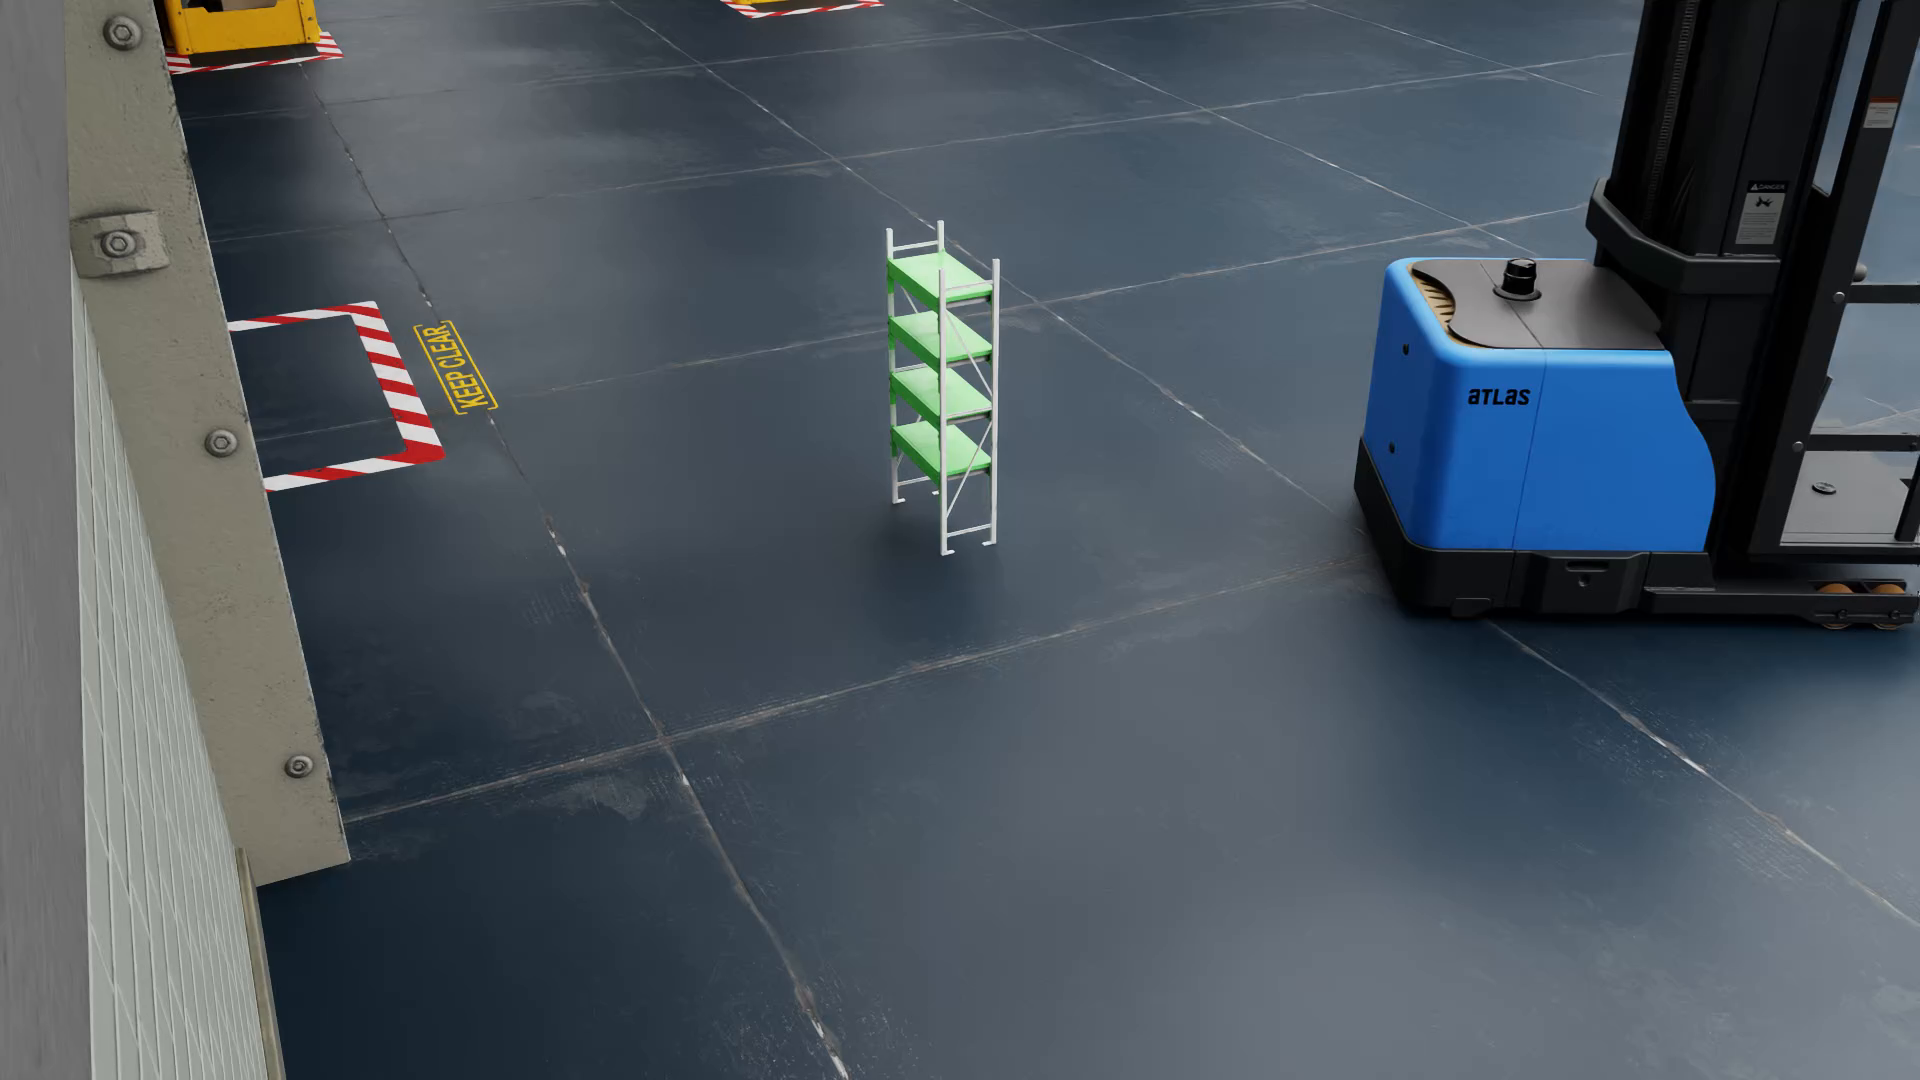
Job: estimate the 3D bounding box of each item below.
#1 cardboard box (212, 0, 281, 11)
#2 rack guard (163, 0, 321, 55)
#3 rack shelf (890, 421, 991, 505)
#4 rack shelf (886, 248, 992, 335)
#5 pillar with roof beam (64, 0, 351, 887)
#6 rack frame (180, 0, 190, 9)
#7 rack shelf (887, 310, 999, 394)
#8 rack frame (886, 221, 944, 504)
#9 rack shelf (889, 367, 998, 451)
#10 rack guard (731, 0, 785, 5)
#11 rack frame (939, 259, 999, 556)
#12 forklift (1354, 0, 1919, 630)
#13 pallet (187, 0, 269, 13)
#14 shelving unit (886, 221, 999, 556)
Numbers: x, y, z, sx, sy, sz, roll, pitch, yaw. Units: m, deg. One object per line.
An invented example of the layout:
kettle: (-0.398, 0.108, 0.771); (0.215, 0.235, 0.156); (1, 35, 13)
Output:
cardboard box: (-6.350, -4.911, 14.741); (0.500, 0.311, 0.500); (-17, 33, -28)
rack guard: (-6.167, -4.511, 14.283); (1.175, 0.500, 0.348); (-13, 32, -22)
rack shelf: (-0.071, -0.331, 6.736); (0.258, 0.148, 0.480); (-13, 32, -22)
rack shelf: (-0.071, -0.959, 6.383); (0.258, 0.148, 0.480); (-13, 32, -22)
pillar with roof beam: (1.824, -3.915, 4.531); (9.100, 9.000, 0.400); (-13, 32, -22)
rack frame: (-6.134, -5.568, 13.612); (1.000, 3.000, 0.127); (-13, 32, -22)
rack shelf: (-0.071, -0.750, 6.501); (0.258, 0.148, 0.480); (-13, 32, -22)
rack frame: (-0.176, -0.704, 6.779); (0.240, 1.200, 0.015); (-13, 32, -22)
rack shelf: (-0.071, -0.541, 6.618); (0.258, 0.148, 0.480); (-13, 32, -22)
rack guard: (-1.651, -5.509, 16.062); (1.175, 0.500, 0.348); (-13, 32, -22)
rack frame: (0.034, -0.489, 6.395); (0.240, 1.200, 0.015); (-13, 32, -22)
forklift: (3.161, -1.210, 5.911); (3.031, 2.935, 1.130); (1, 29, 1)
pallet: (-6.483, -4.751, 15.007); (1.003, 0.211, 1.213); (-13, 32, -22)
shelving unit: (-0.071, -0.596, 6.587); (0.258, 1.200, 0.503); (-13, 32, -22)
